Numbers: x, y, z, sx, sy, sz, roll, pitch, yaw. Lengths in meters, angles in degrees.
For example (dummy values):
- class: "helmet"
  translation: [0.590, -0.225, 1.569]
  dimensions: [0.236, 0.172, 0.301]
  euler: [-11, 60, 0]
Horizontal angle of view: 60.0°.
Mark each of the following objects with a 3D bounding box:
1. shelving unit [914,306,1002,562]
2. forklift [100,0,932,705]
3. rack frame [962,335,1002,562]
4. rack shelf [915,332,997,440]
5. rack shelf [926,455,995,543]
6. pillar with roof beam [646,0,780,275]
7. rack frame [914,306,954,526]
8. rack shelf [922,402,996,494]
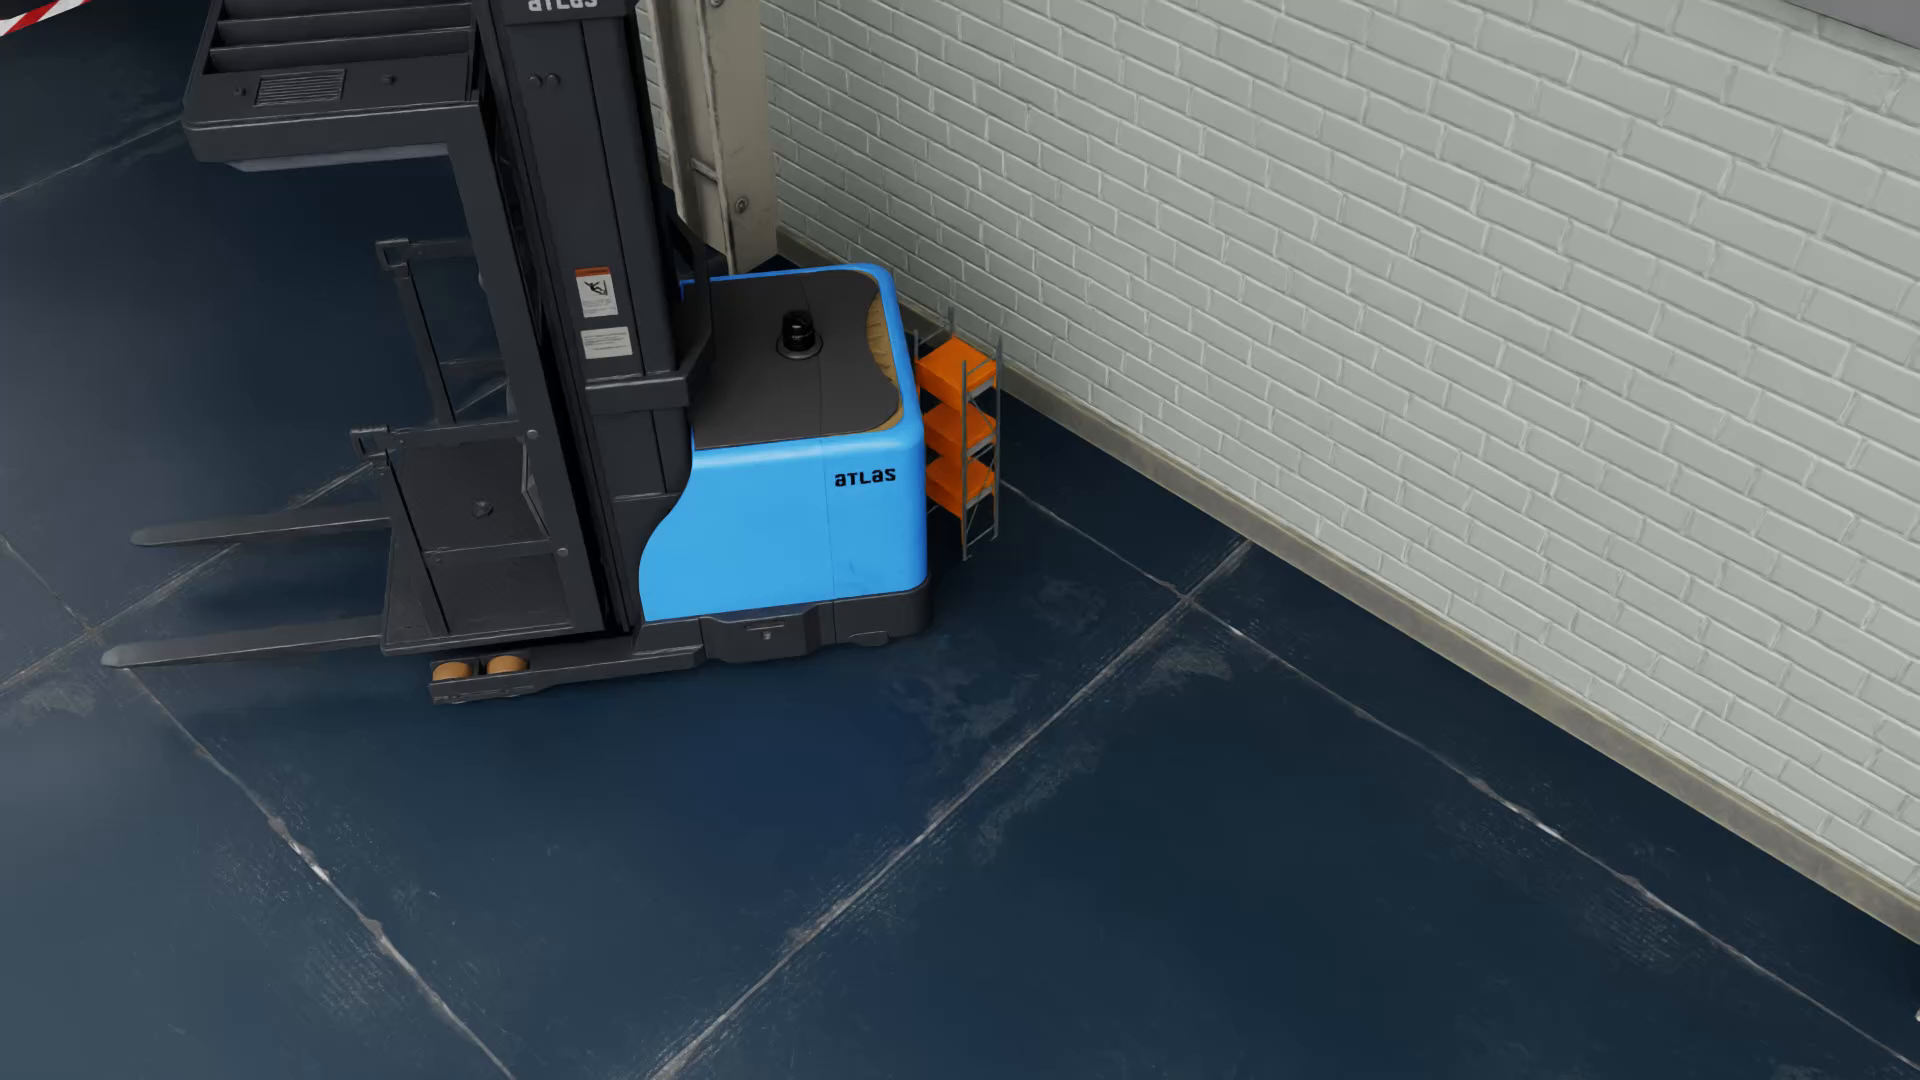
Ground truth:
- class: "shelving unit"
  translation: [-0.006, -0.387, 6.392]
  dimensions: [0.252, 1.050, 0.215]
  euler: [35, 56, 29]
- class: "forklift"
  translation: [-1.671, -0.811, 5.501]
  dimensions: [3.031, 2.935, 1.130]
  euler: [-7, 47, -6]
- class: "rack frame"
  translation: [0.081, -0.325, 6.334]
  dimensions: [0.008, 1.050, 0.200]
  euler: [35, 56, 29]
- class: "rack shelf"
  translation: [-0.007, -0.574, 6.193]
  dimensions: [0.240, 0.259, 0.215]
  euler: [35, 56, 29]
- class: "rack shelf"
  translation: [-0.005, -0.190, 6.603]
  dimensions: [0.240, 0.259, 0.215]
  euler: [35, 56, 29]
- class: "pillar with roof beam"
  translation: [-4.028, -2.197, 2.640]
  dimensions: [0.400, 9.000, 9.100]
  euler: [34, 55, 28]
- class: "rack frame"
  translation: [-0.094, -0.449, 6.451]
  dimensions: [0.008, 1.050, 0.200]
  euler: [35, 56, 29]
- class: "rack shelf"
  translation: [-0.006, -0.380, 6.400]
  dimensions: [0.240, 0.259, 0.215]
  euler: [35, 56, 29]
